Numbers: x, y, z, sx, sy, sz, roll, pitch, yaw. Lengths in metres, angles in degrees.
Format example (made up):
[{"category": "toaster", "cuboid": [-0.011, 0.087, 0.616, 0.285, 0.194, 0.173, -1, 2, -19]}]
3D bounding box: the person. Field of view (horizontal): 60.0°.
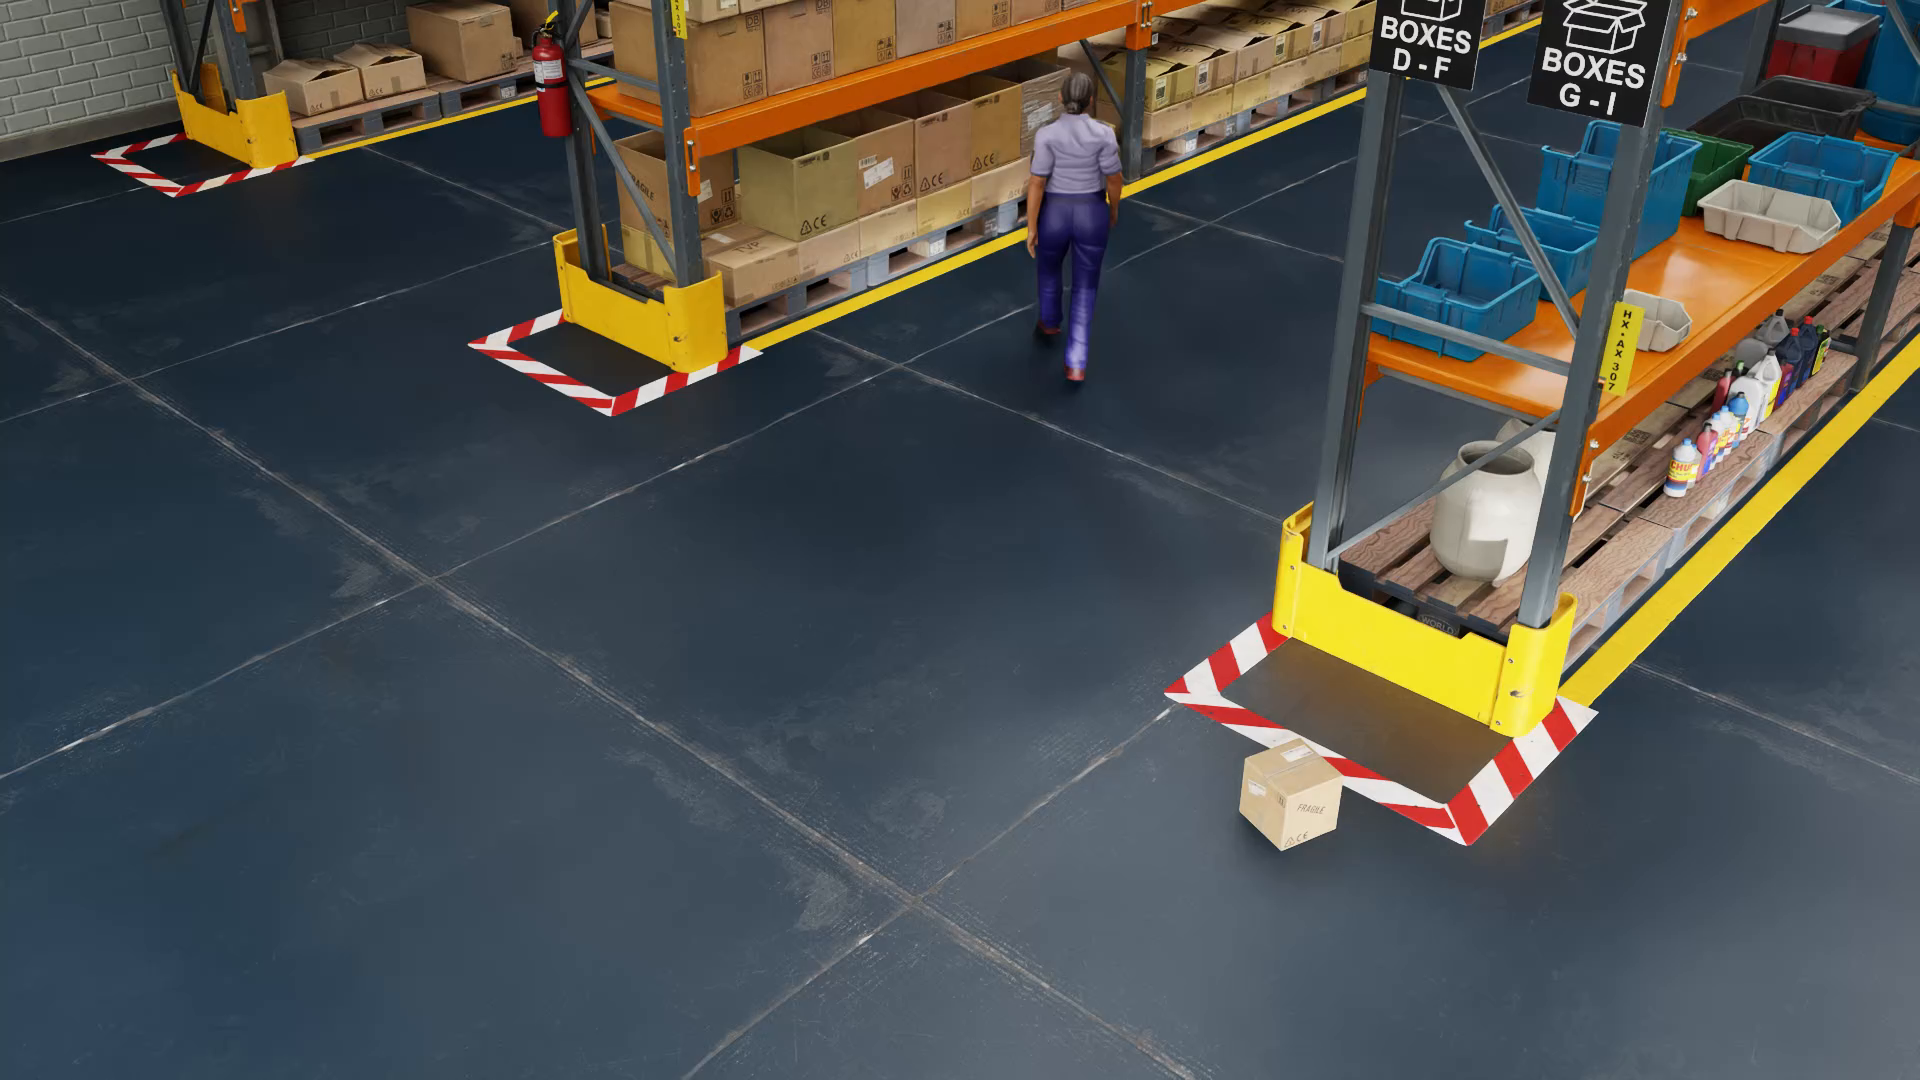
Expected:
[{"category": "person", "cuboid": [0.618, -1.749, 8.985, 0.503, 1.601, 0.936, 2, 32, 4]}]
